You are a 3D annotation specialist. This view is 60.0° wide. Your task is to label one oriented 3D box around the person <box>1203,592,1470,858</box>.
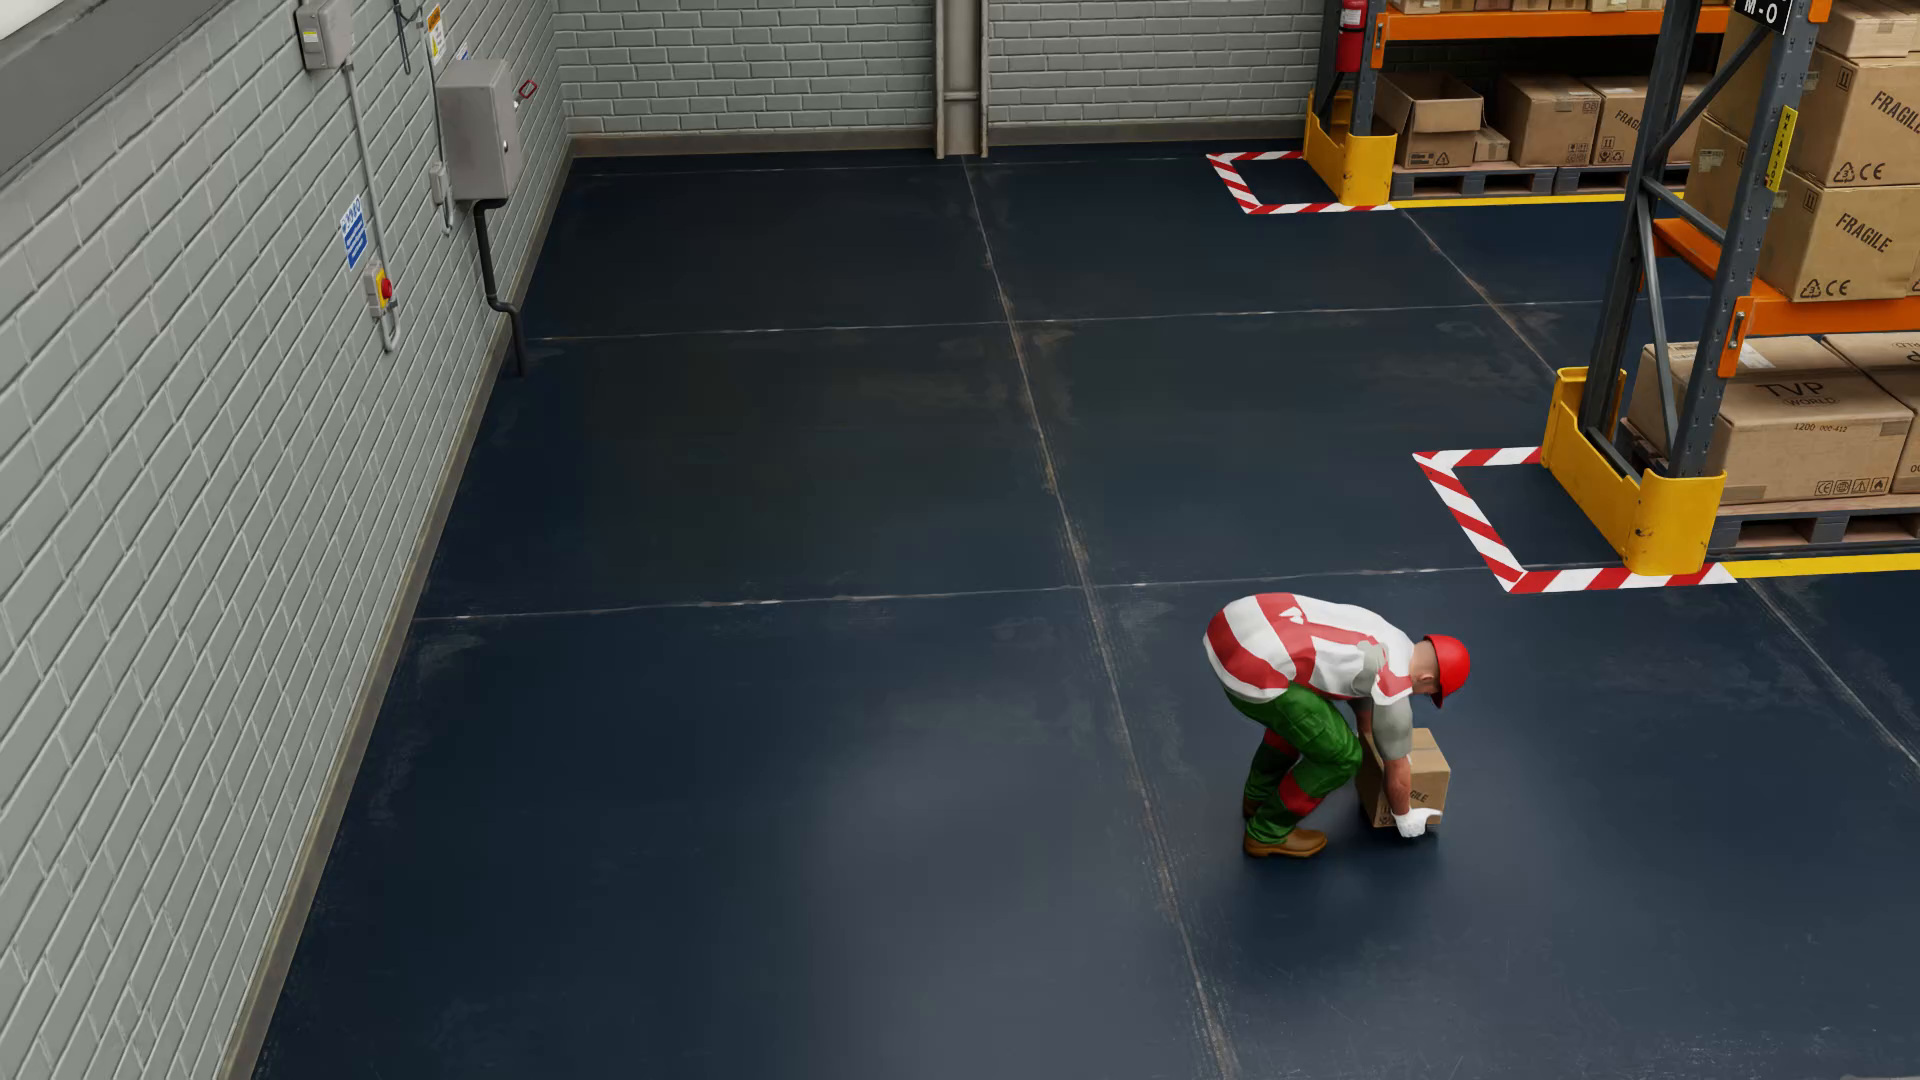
[{"bbox_3d":[1.316,0.619,5.865,0.948,0.970,0.522,-4,31,-7],"label":"person"}]
